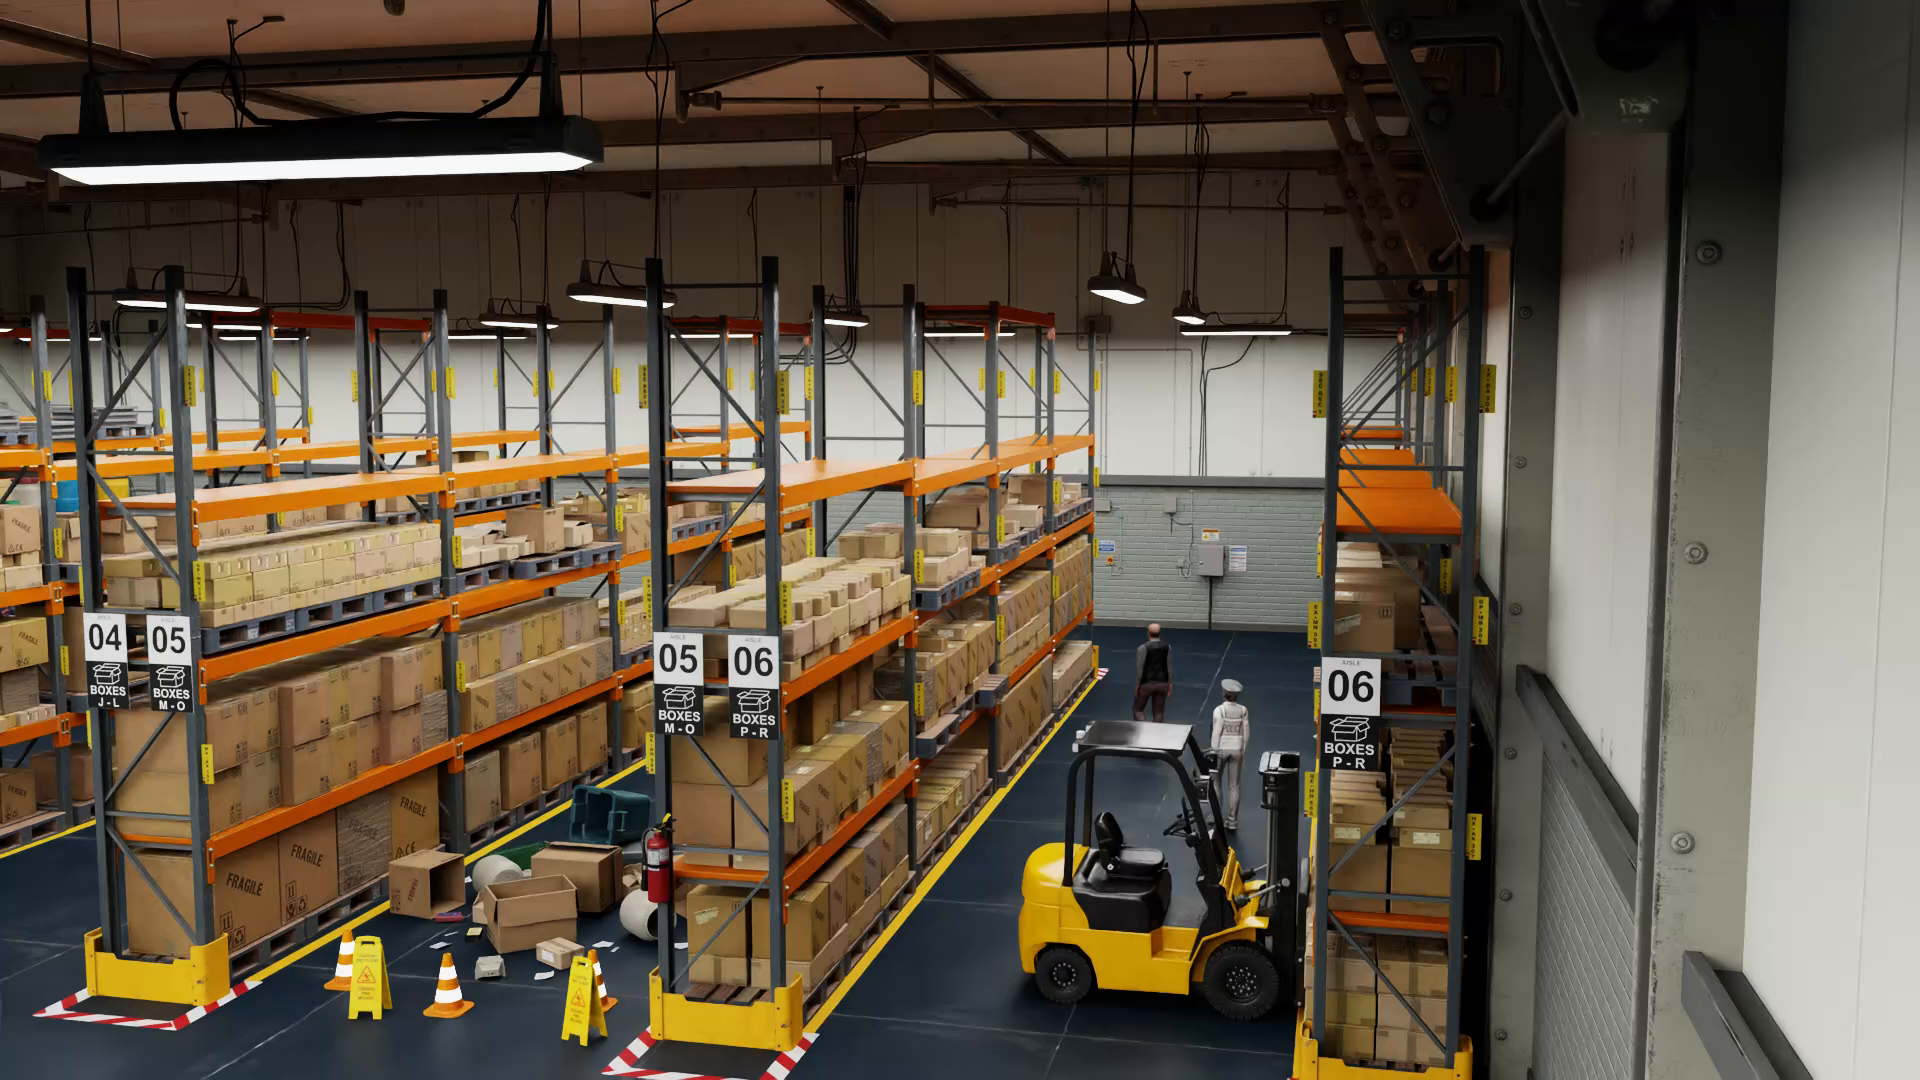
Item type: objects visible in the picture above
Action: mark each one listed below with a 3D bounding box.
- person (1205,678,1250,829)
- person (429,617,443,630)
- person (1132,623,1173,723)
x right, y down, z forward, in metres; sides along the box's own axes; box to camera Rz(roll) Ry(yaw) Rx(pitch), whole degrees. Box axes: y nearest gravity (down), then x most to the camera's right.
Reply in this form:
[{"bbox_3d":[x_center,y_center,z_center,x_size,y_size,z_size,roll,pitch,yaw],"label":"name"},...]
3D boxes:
[{"bbox_3d":[3.065,2.441,18.899,0.483,1.721,0.667,0,6,-2],"label":"person"},{"bbox_3d":[-7.567,1.842,24.380,0.528,1.700,0.978,0,6,5],"label":"person"},{"bbox_3d":[2.647,2.017,22.833,0.567,1.754,0.383,-2,6,-15],"label":"person"}]
